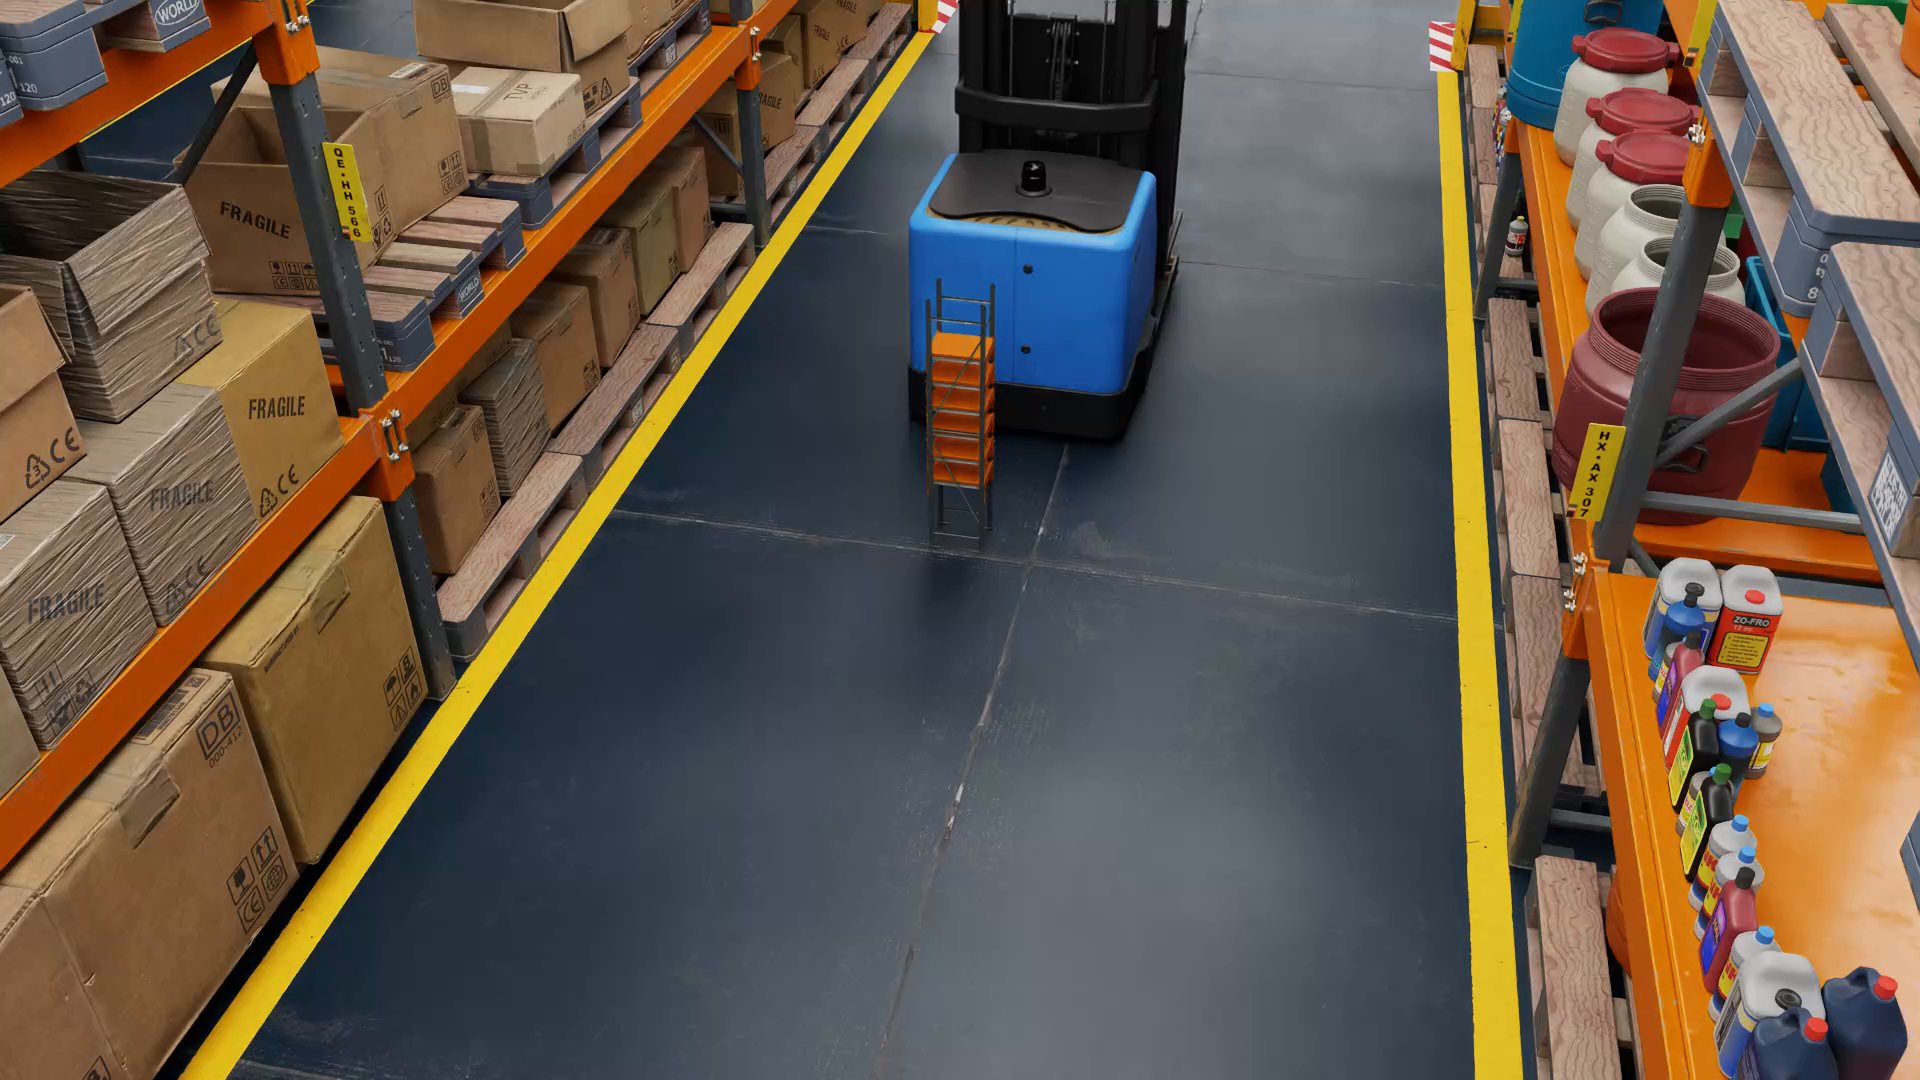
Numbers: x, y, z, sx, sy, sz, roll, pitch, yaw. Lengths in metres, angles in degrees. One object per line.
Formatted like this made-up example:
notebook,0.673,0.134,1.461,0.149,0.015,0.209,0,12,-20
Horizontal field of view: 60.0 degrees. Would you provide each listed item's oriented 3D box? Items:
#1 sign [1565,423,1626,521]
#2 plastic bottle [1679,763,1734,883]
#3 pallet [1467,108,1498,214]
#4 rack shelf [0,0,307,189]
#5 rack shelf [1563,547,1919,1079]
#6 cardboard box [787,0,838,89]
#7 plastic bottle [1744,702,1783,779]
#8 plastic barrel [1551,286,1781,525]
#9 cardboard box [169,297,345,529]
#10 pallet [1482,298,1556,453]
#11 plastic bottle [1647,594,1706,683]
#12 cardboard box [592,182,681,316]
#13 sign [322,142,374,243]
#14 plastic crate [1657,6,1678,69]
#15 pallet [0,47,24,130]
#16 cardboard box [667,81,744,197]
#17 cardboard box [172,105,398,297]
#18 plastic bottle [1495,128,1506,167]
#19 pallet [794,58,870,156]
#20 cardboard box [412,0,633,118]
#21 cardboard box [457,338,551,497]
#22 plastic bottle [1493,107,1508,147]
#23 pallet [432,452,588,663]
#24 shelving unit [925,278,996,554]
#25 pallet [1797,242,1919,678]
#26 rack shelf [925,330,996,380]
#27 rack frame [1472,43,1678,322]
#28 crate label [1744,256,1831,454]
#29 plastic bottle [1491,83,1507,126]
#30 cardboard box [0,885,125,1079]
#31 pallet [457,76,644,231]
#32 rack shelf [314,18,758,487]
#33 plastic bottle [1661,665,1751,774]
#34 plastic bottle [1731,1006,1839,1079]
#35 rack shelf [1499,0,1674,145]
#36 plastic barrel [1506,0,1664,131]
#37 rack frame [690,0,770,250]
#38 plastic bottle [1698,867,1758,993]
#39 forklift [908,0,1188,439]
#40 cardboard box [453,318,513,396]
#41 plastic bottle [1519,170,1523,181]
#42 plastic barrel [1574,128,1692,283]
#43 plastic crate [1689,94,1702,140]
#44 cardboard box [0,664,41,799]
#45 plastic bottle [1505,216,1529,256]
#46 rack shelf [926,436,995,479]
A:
sign,1.842,-0.194,4.823,0.100,0.325,0.005,7,37,10
plastic bottle,1.752,0.660,3.882,0.061,0.283,0.133,7,37,10
pallet,3.678,-2.309,10.255,1.003,0.211,1.213,7,37,10
rack shelf,-2.885,-0.461,3.386,1.077,0.370,4.000,7,37,10
rack shelf,1.954,1.375,3.410,1.077,0.370,4.000,7,37,10
cardboard box,-1.145,-3.369,11.114,0.500,0.500,0.500,11,37,14
plastic bottle,2.000,0.495,4.180,0.097,0.201,0.097,0,36,0
plastic barrel,2.184,-0.422,5.160,0.600,0.536,0.708,7,37,10
cardboard box,-2.321,-0.410,5.175,0.500,0.500,0.500,8,37,11
pallet,3.106,-0.772,8.135,1.003,0.211,1.213,7,37,10
plastic bottle,1.921,0.260,4.445,0.097,0.271,0.097,0,36,0
cardboard box,-1.876,-1.523,8.550,0.700,0.500,0.500,7,37,10
sign,-1.915,-1.085,5.204,0.100,0.325,0.005,7,37,10
plastic crate,3.472,-2.615,8.355,0.767,0.338,0.504,7,37,10
pallet,-2.779,-0.805,3.409,1.003,0.211,1.213,9,37,12
cardboard box,-1.479,-2.359,9.721,0.500,0.500,0.500,6,36,9
cardboard box,-2.381,-1.209,5.919,0.500,0.500,0.500,3,36,4
plastic bottle,3.260,-2.352,9.890,0.097,0.271,0.097,0,36,0
pallet,-1.236,-2.939,11.125,1.003,0.211,1.213,7,37,10
cardboard box,-1.883,-2.184,7.261,0.797,0.503,0.637,11,37,15
cardboard box,-2.228,-0.556,7.216,0.700,0.500,0.500,4,36,6
plastic bottle,3.325,-2.526,10.129,0.097,0.271,0.097,0,36,0
pallet,-2.289,-0.003,7.074,1.003,0.211,1.213,7,37,10
shelving unit,0.003,-0.494,6.909,0.258,1.200,0.189,7,37,10
pallet,1.838,-0.020,2.327,1.003,0.211,1.213,7,37,10
rack shelf,0.003,-0.750,6.724,0.258,0.103,0.180,7,37,10
rack frame,3.236,-2.356,7.945,1.000,3.000,0.127,7,37,10
crate label,2.858,-0.613,5.510,0.502,0.435,0.616,7,37,10
plastic bottle,3.398,-2.722,10.400,0.097,0.271,0.097,0,36,0
cardboard box,-3.005,1.418,4.190,1.225,0.875,0.875,6,36,8
pallet,-2.075,-1.746,7.267,1.003,0.211,1.213,7,37,10
rack shelf,-2.030,-1.539,7.431,1.077,0.370,4.000,7,37,10
plastic bottle,1.874,0.460,4.165,0.152,0.276,0.135,7,37,10
plastic bottle,1.639,1.051,3.286,0.144,0.351,0.185,7,37,10
rack shelf,3.663,-3.212,9.738,1.077,0.370,4.000,7,37,10
plastic barrel,2.857,-2.376,7.545,0.600,0.901,0.708,7,37,10
rack frame,-1.603,-2.977,8.802,1.000,3.000,0.127,7,37,10
plastic bottle,1.682,0.849,3.623,0.061,0.283,0.133,7,37,10
forklift,0.591,-2.523,8.233,1.130,2.935,3.031,8,37,11
cardboard box,-2.240,-0.847,6.978,0.500,0.250,0.500,11,37,15
plastic bottle,3.133,-1.977,9.304,0.144,0.351,0.185,6,36,8
plastic barrel,2.568,-1.222,6.264,0.433,0.535,0.433,0,36,0
plastic crate,3.304,-1.678,7.023,0.392,0.384,0.575,7,37,10
cardboard box,-2.650,0.464,3.968,0.500,0.500,0.500,8,37,11
plastic bottle,3.009,-1.648,8.978,0.097,0.201,0.097,0,36,0
rack shelf,0.003,-0.361,7.006,0.258,0.103,0.180,7,37,10
